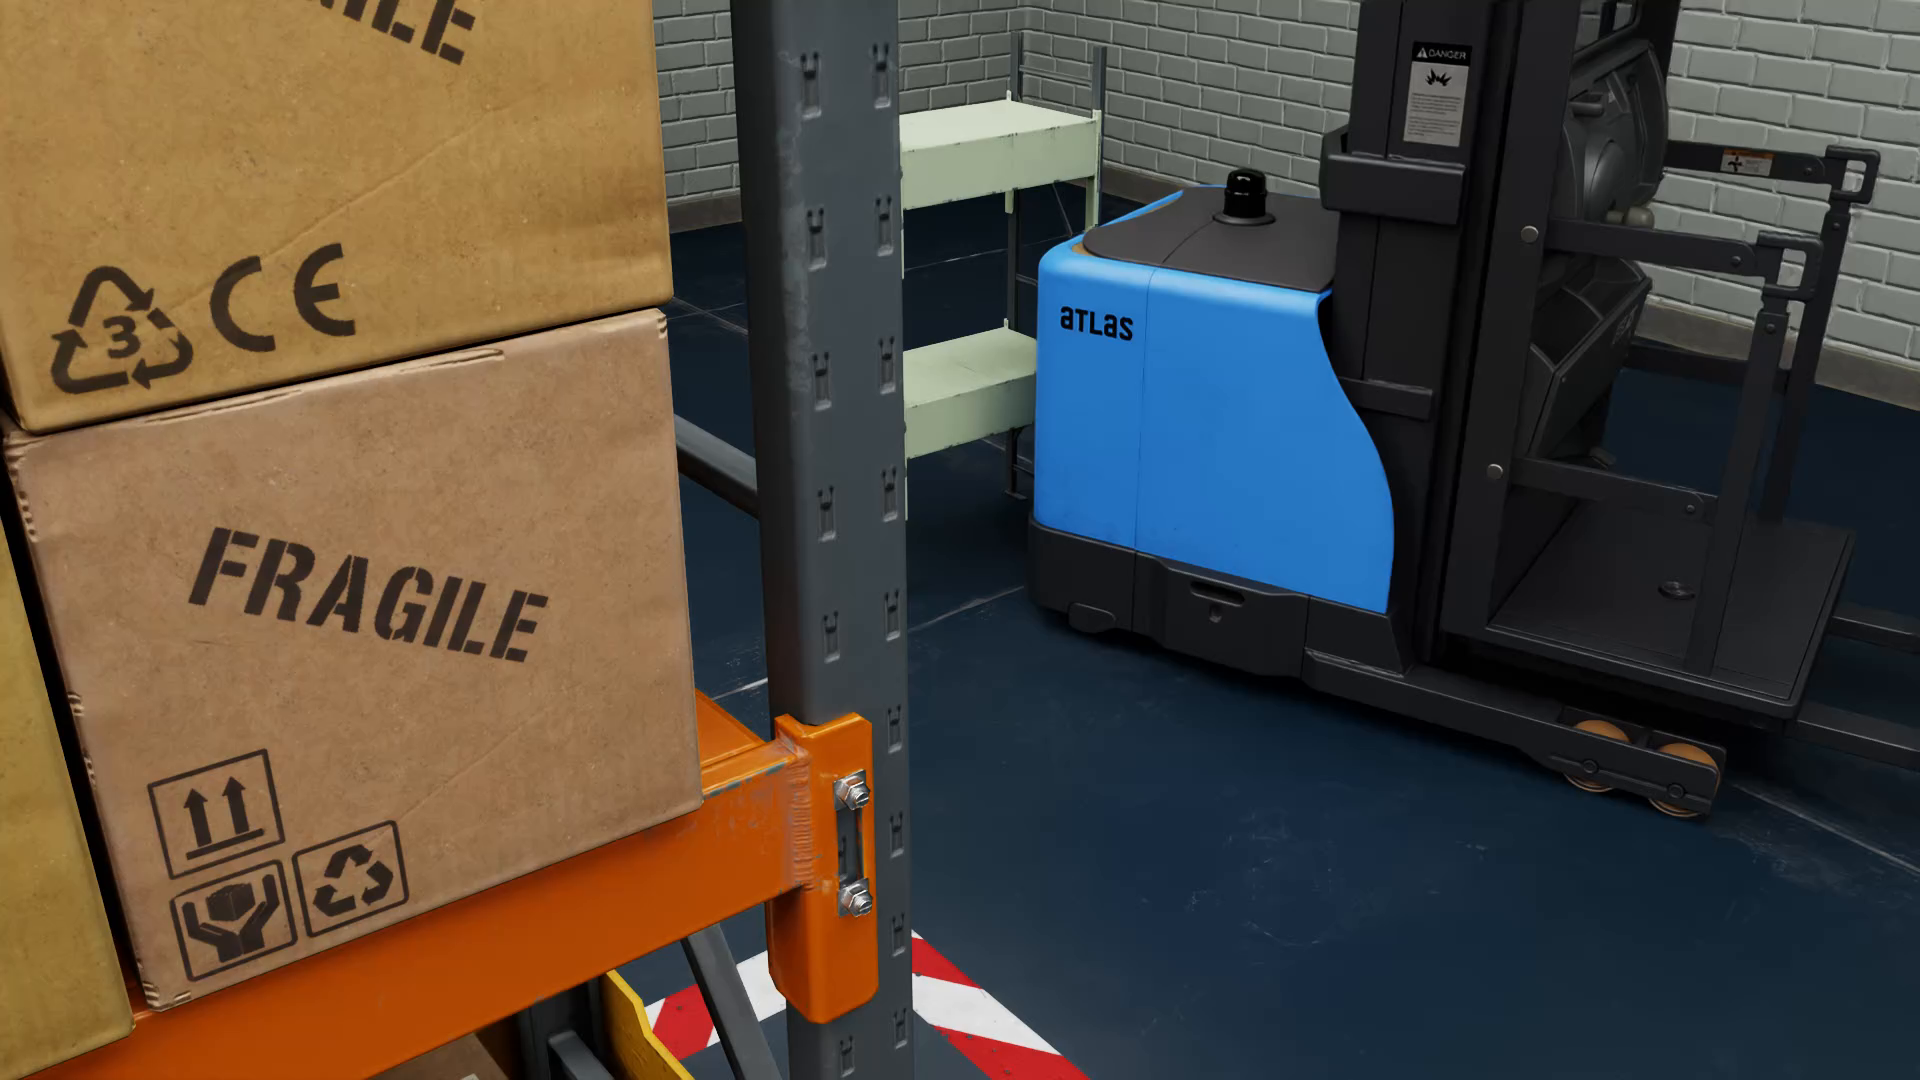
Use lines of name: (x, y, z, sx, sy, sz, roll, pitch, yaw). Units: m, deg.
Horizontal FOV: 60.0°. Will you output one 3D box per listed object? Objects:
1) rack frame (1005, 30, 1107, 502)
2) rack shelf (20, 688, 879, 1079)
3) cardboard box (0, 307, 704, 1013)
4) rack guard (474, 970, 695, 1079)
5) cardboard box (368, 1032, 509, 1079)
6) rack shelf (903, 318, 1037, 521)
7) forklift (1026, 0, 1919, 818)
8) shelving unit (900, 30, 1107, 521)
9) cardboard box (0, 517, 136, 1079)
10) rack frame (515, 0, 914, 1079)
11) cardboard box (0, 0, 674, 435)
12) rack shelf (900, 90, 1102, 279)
rack frame: (0.283, -0.774, 5.135, 0.023, 1.500, 0.400, -18, 31, -34)
rack shelf: (-1.982, 0.696, 1.041, 4.000, 0.370, 1.077, -18, 31, -34)
cardboard box: (-0.592, 0.012, 1.543, 0.500, 0.500, 0.500, -17, 30, -32)
rack guard: (-0.468, 1.004, 2.493, 0.348, 0.500, 1.175, -18, 31, -34)
cardboard box: (-0.684, 1.008, 1.962, 0.500, 0.500, 0.500, -18, 31, -34)
rack shelf: (-0.005, -0.383, 5.068, 0.720, 0.370, 0.431, -18, 31, -34)
forklift: (1.708, -0.942, 3.797, 3.031, 2.935, 1.130, 15, 29, 29)
shelving unit: (-0.005, -0.679, 4.931, 0.755, 1.500, 0.431, -18, 31, -34)
cardboard box: (-0.999, 0.148, 1.250, 0.500, 0.500, 0.500, -18, 30, -34)
rack frame: (-0.410, -0.151, 2.011, 0.053, 2.616, 0.949, -18, 31, -34)
cardboard box: (-0.588, -0.442, 1.332, 0.500, 0.500, 0.500, -19, 31, -34)
rack shelf: (-0.005, -1.033, 4.766, 0.720, 0.370, 0.431, -18, 31, -34)
